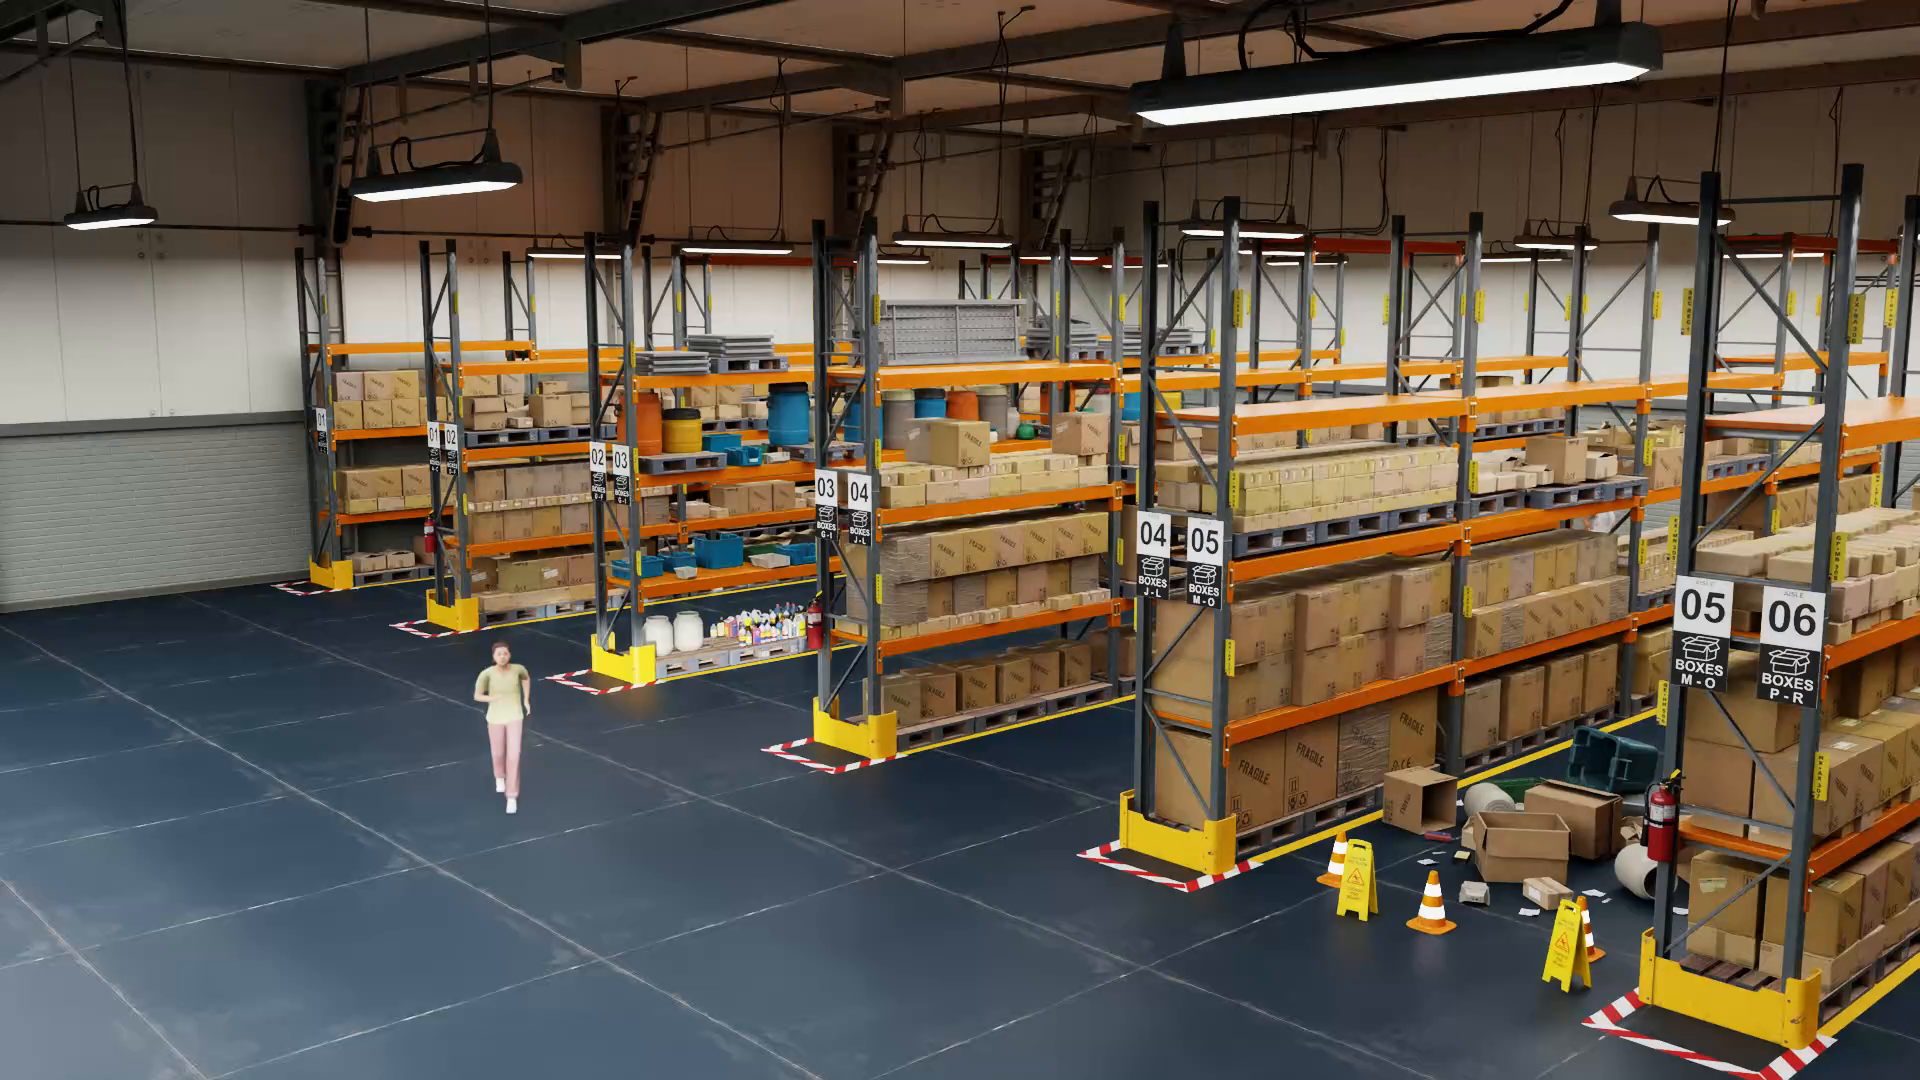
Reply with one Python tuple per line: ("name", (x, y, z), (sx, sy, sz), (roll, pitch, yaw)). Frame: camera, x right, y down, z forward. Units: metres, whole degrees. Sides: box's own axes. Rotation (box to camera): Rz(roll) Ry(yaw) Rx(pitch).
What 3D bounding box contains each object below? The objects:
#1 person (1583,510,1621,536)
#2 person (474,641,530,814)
("person", (11.533, -0.059, 29.847), (0.691, 1.749, 0.559), (-2, 9, -16))
("person", (-4.644, 1.845, 16.918), (0.562, 1.678, 0.948), (-3, 9, -17))
